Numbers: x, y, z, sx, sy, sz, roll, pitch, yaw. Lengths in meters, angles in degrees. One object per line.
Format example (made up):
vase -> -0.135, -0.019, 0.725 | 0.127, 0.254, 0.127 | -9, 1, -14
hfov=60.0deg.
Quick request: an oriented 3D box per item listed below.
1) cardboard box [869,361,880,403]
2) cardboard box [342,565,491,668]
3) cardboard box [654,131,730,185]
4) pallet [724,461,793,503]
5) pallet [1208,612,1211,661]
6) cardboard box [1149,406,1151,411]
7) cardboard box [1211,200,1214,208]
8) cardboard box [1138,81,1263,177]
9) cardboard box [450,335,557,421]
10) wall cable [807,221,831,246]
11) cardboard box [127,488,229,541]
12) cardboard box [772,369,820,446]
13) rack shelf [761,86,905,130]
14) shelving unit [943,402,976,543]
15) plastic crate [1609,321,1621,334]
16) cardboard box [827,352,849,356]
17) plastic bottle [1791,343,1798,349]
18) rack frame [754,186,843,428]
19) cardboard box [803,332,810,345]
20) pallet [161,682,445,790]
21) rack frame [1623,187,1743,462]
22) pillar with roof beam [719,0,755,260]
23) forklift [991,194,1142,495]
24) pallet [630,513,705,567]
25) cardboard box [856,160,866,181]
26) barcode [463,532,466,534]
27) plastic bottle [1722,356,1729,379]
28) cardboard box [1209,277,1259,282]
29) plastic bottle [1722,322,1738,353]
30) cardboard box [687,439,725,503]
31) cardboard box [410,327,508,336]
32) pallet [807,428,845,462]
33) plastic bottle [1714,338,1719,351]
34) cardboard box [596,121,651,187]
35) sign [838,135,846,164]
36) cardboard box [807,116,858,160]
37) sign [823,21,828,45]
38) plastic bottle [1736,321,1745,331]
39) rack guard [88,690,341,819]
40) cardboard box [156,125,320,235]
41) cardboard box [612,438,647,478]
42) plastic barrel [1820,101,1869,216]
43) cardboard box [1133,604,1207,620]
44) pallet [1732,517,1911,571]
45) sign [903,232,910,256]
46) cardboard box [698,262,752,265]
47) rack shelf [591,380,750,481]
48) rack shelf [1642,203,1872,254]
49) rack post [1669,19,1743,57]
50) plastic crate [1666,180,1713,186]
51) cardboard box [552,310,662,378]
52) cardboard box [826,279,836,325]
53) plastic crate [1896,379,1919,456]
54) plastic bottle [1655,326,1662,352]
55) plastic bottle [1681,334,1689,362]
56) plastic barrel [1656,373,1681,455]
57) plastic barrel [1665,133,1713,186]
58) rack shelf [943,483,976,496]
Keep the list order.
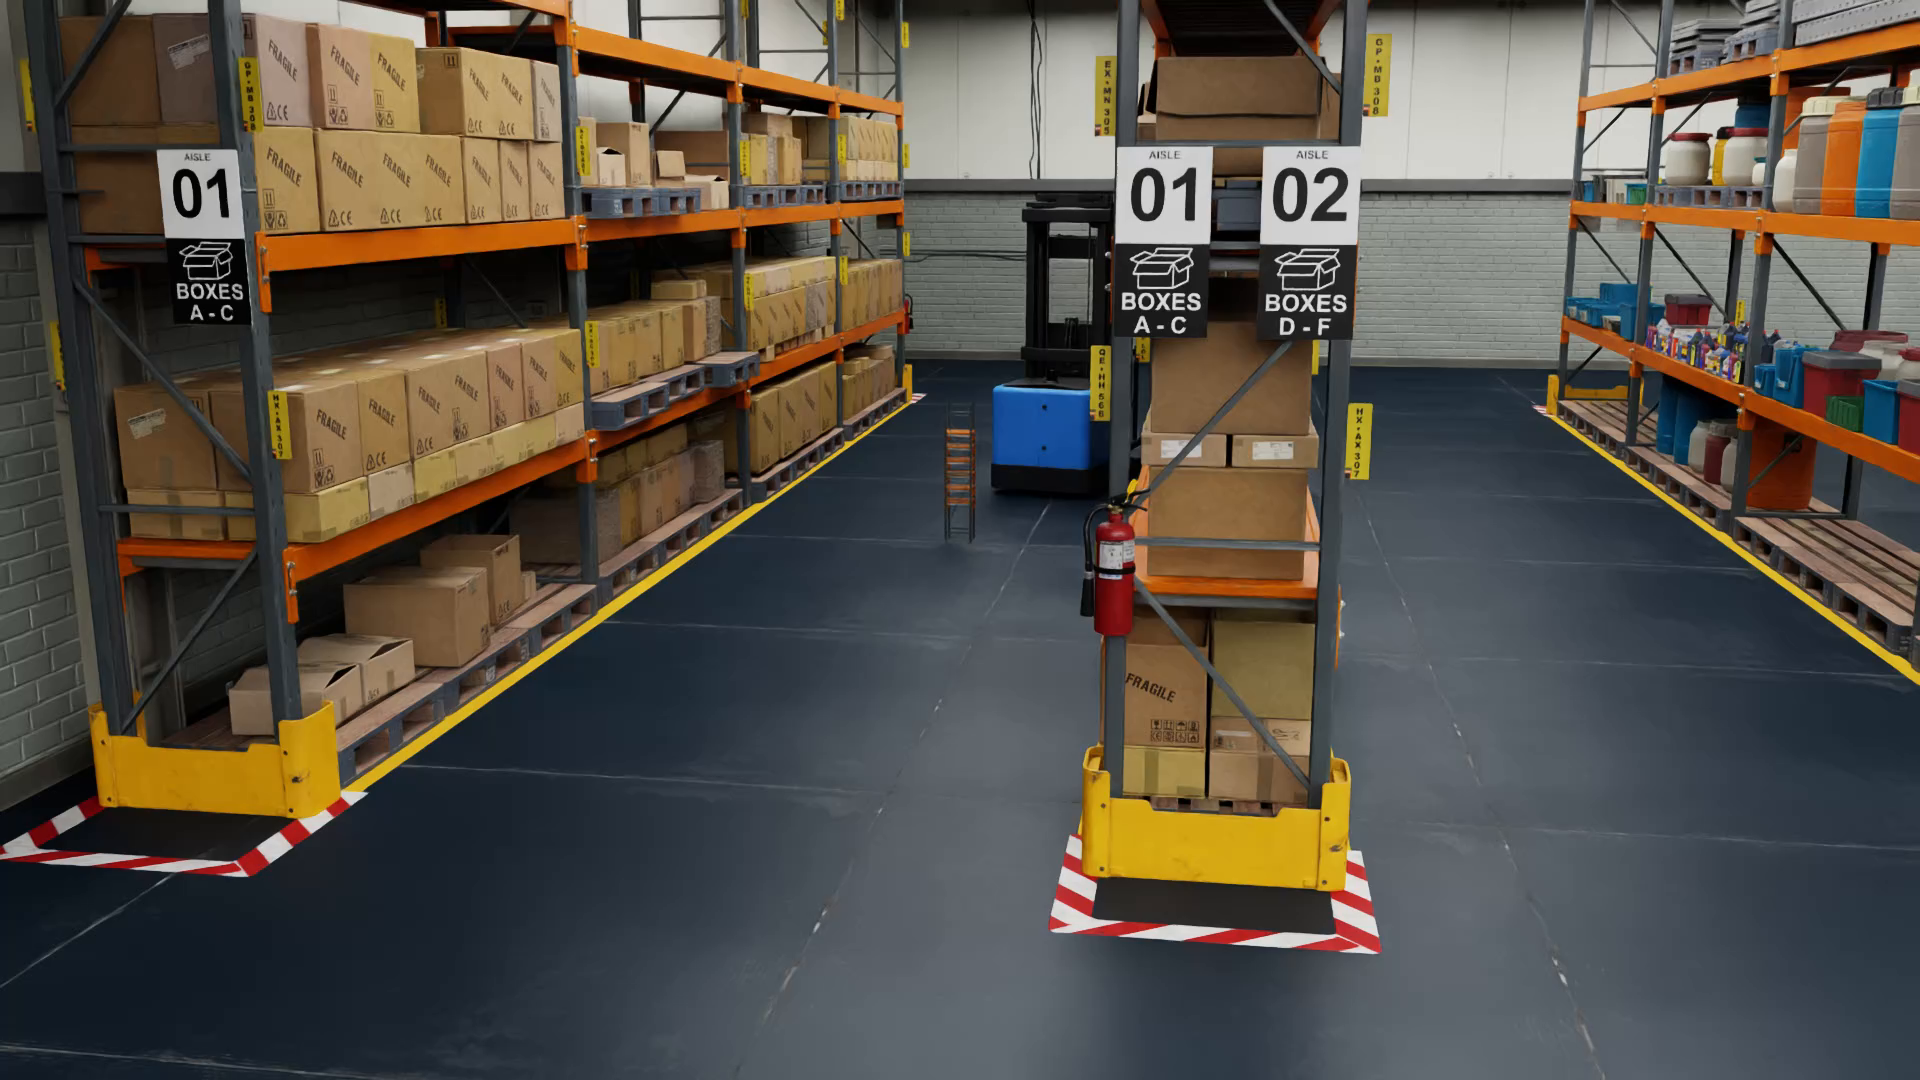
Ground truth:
cardboard box -> -1.447, -2.093, 22.023 | 0.700, 0.500, 0.500 | 1, 12, 7
cardboard box -> -3.300, 0.459, 10.133 | 0.700, 0.500, 0.500 | 1, 12, 5
cardboard box -> -2.499, -3.634, 15.832 | 0.700, 0.500, 0.500 | 1, 12, 4
pallet -> -2.320, -0.601, 16.780 | 1.003, 0.211, 1.213 | 2, 12, 9
pallet -> 1.601, 0.717, 10.664 | 1.003, 0.211, 1.213 | 2, 12, 9
cardboard box -> 1.139, -0.589, 8.330 | 0.380, 0.149, 0.250 | 2, 12, 9
cardboard box -> 2.414, -3.250, 15.095 | 0.910, 0.500, 0.500 | 2, 12, 9
cardboard box -> 1.387, -2.262, 9.174 | 0.797, 0.503, 0.637 | 3, 13, 15
cardboard box -> -2.969, -1.060, 10.821 | 0.500, 0.500, 0.500 | 2, 12, 8
wall cable -> -2.023, -4.262, 24.736 | 0.084, 1.984, 1.851 | 2, 12, 9
cardboard box -> -3.865, -0.177, 8.503 | 0.500, 0.250, 0.500 | 2, 12, 9
cardboard box -> -2.005, -1.465, 18.276 | 0.750, 0.750, 0.750 | 2, 12, 10
rack shelf -> -1.593, -5.437, 21.018 | 1.077, 0.370, 4.000 | 2, 12, 9
shelving unit -> -0.002, -0.584, 14.353 | 0.258, 1.200, 0.189 | 2, 12, 9
plastic crate -> 7.796, -2.451, 19.255 | 0.437, 0.125, 0.590 | 2, 12, 9
cardboard box -> -1.665, -2.388, 21.849 | 0.380, 0.149, 0.250 | 2, 12, 9
plastic bottle -> 7.847, -1.714, 15.631 | 0.097, 0.271, 0.097 | 0, 12, 0
rack frame -> -1.900, -2.635, 19.600 | 1.000, 3.000, 0.127 | 2, 12, 9
cardboard box -> -1.858, -2.231, 18.275 | 0.380, 0.149, 0.250 | 2, 12, 9
pallet -> -3.574, 1.042, 9.156 | 1.003, 0.211, 1.213 | 2, 12, 9
rack frame -> 7.889, -2.314, 18.111 | 1.000, 3.000, 0.127 | 2, 12, 9
pillar with roof beam -> 1.607, -5.602, 19.127 | 9.100, 9.000, 0.400 | 2, 12, 9
forklift -> 1.314, -2.146, 17.493 | 1.130, 2.935, 3.031 | 5, 13, 21
pallet -> -2.827, -0.023, 14.101 | 1.003, 0.211, 1.213 | 2, 12, 9
cardboard box -> -1.441, -4.523, 20.363 | 0.500, 0.250, 0.500 | 2, 12, 7
barcode -> -3.451, -0.015, 11.571 | 0.001, 0.075, 0.075 | 2, 12, 9
plastic bottle -> 7.001, -1.574, 15.148 | 0.097, 0.201, 0.097 | 0, 12, 0
cardboard box -> 1.703, -1.400, 10.555 | 0.700, 0.500, 0.500 | 2, 12, 9
plastic bottle -> 7.900, -2.054, 17.022 | 0.144, 0.351, 0.185 | 2, 12, 9
cardboard box -> -2.575, -0.644, 15.250 | 0.700, 0.500, 0.500 | 2, 12, 9
cardboard box -> -3.409, -1.182, 11.385 | 0.500, 0.500, 0.500 | 2, 12, 7
pallet -> -1.944, -1.109, 19.137 | 1.003, 0.211, 1.213 | 2, 12, 9
plastic bottle -> 7.261, -1.794, 15.975 | 0.061, 0.283, 0.133 | 2, 12, 9
cardboard box -> -2.778, -3.058, 13.209 | 0.500, 0.500, 0.500 | 1, 12, 7
sign -> -1.362, -4.492, 19.124 | 0.100, 0.325, 0.005 | 2, 12, 9
cardboard box -> -1.513, -4.788, 19.813 | 0.500, 0.500, 0.500 | 2, 12, 8
sign -> -1.832, -6.954, 22.806 | 0.100, 0.325, 0.005 | 2, 12, 9
plastic bottle -> 8.071, -2.088, 17.179 | 0.144, 0.351, 0.185 | 2, 12, 9
rack guard -> -3.734, 1.069, 8.346 | 1.175, 0.500, 0.348 | 2, 12, 9
cardboard box -> -3.447, -1.724, 7.966 | 0.500, 0.500, 0.500 | 2, 12, 10
cardboard box -> -2.893, -0.683, 13.653 | 0.500, 0.250, 0.500 | 2, 12, 7
plastic barrel -> 6.833, -2.858, 12.493 | 0.600, 0.830, 0.708 | 2, 12, 9
cardboard box -> 1.077, 0.465, 8.965 | 0.500, 0.500, 0.500 | 2, 12, 9
pallet -> 7.116, 0.042, 13.798 | 1.003, 0.211, 1.213 | 2, 12, 9
sign -> -0.751, -4.129, 23.222 | 0.100, 0.325, 0.005 | 2, 12, 9
cardboard box -> -2.459, -2.796, 17.577 | 0.500, 0.250, 0.500 | 2, 12, 7
rack shelf -> -2.823, -1.034, 13.880 | 1.077, 0.370, 4.000 | 2, 12, 9
rack shelf -> 7.581, -3.012, 15.939 | 1.077, 0.370, 4.000 | 2, 12, 9
rack post -> 7.729, -5.035, 16.678 | 0.937, 0.300, 0.954 | 2, 12, 8
plastic crate -> 8.351, -3.966, 18.967 | 0.497, 0.269, 0.590 | 2, 12, 9
cardboard box -> -2.855, -1.593, 13.482 | 0.700, 0.500, 0.500 | 4, 13, 16
cardboard box -> -1.722, -2.735, 19.072 | 0.500, 0.500, 0.500 | 2, 12, 8
plastic crate -> 6.431, -0.791, 10.890 | 0.402, 0.464, 0.583 | 2, 12, 9
plastic bottle -> 7.376, -2.116, 17.497 | 0.097, 0.271, 0.097 | 0, 12, 0
plastic bottle -> 7.218, -1.903, 16.508 | 0.097, 0.271, 0.097 | 0, 12, 0
plastic barrel -> 7.789, -1.381, 17.765 | 0.600, 0.901, 0.708 | 2, 12, 9
plastic barrel -> 7.560, -3.951, 17.265 | 0.433, 0.535, 0.433 | 0, 12, 0
rack shelf -> -0.002, -0.423, 14.388 | 0.258, 0.103, 0.180 | 2, 12, 9
